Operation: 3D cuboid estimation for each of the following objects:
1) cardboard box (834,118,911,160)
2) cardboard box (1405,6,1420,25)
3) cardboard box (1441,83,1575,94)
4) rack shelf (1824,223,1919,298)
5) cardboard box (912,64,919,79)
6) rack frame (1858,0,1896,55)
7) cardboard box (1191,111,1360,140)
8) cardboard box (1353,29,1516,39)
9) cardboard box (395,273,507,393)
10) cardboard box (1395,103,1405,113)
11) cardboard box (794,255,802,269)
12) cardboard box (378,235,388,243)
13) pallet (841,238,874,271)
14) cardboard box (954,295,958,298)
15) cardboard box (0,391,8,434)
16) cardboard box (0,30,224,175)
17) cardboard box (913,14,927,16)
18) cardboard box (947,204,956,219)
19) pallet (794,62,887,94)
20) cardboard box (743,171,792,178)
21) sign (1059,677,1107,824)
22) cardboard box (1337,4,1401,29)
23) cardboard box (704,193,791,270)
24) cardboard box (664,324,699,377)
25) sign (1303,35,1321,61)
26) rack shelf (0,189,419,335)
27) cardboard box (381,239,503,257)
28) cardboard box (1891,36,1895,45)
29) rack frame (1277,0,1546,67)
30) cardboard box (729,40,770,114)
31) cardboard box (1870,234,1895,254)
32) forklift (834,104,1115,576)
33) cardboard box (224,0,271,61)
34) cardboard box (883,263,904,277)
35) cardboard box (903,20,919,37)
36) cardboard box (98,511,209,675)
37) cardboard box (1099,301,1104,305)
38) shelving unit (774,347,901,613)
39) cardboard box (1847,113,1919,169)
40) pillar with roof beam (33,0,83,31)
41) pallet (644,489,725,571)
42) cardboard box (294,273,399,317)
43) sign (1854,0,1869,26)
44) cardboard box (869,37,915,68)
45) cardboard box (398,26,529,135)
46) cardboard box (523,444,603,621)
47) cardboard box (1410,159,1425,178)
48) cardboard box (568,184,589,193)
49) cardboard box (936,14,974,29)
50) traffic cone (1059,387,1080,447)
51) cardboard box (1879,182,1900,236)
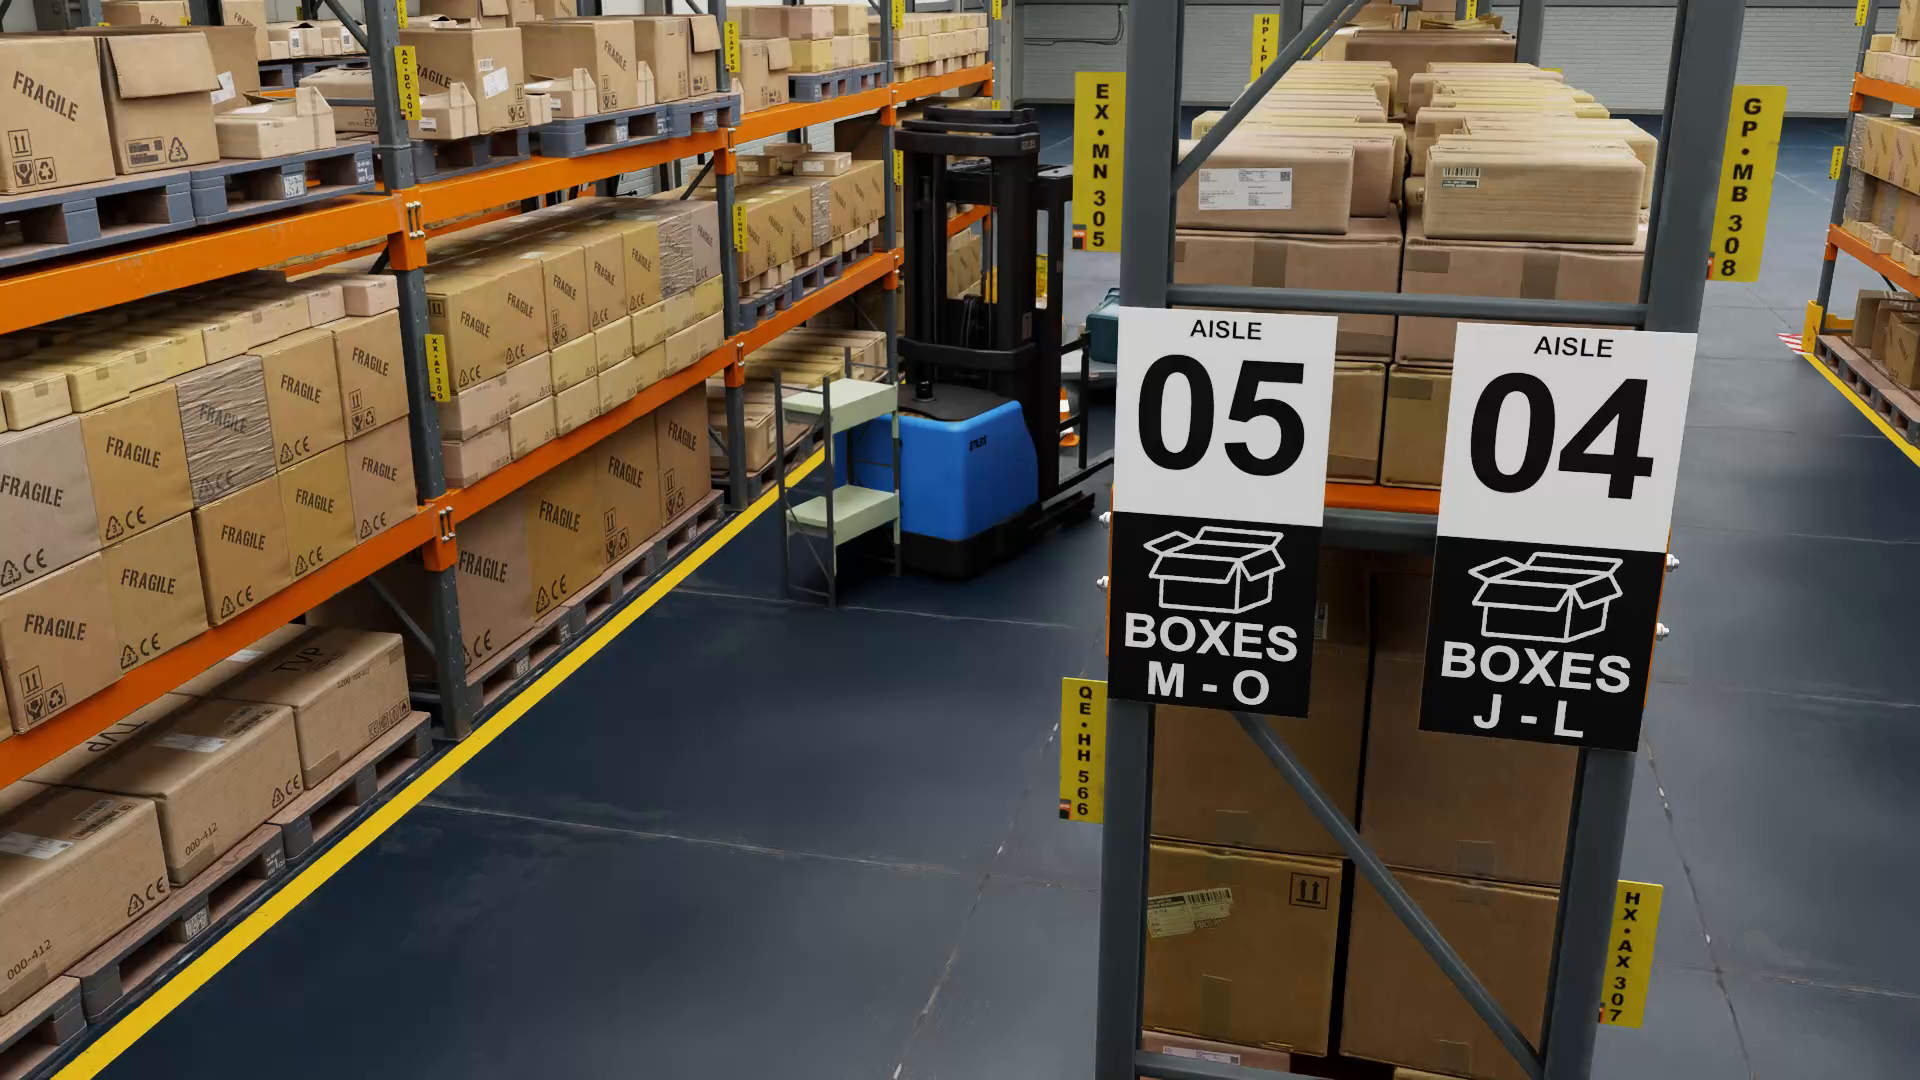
[{"bbox_3d":[-0.782,-3.713,15.755,0.700,0.500,0.500,4,19,13],"label":"cardboard box"},{"bbox_3d":[4.607,-5.071,16.220,0.500,0.250,0.500,5,19,13],"label":"cardboard box"},{"bbox_3d":[1.668,-1.311,5.085,0.380,0.149,0.250,5,19,13],"label":"cardboard box"},{"bbox_3d":[8.999,-2.435,15.288,1.077,0.370,4.000,5,19,13],"label":"rack shelf"},{"bbox_3d":[-0.614,-4.549,16.113,0.380,0.149,0.250,5,20,15],"label":"cardboard box"},{"bbox_3d":[9.487,-6.241,16.037,1.000,3.000,0.127,5,19,13],"label":"rack frame"},{"bbox_3d":[0.766,-0.953,4.038,0.380,0.149,0.250,5,19,14],"label":"cardboard box"},{"bbox_3d":[2.275,-2.205,8.052,0.797,0.503,0.637,4,19,13],"label":"cardboard box"},{"bbox_3d":[-2.668,-1.059,8.446,0.500,0.500,0.500,5,19,14],"label":"cardboard box"},{"bbox_3d":[1.420,-1.517,6.307,0.500,0.250,0.500,5,20,15],"label":"cardboard box"},{"bbox_3d":[-1.502,-2.270,13.432,0.380,0.149,0.250,5,20,16],"label":"cardboard box"},{"bbox_3d":[-5.783,-3.072,16.273,0.500,0.250,0.500,5,20,15],"label":"cardboard box"},{"bbox_3d":[-1.427,-2.612,14.991,1.003,0.211,1.213,5,19,13],"label":"pallet"},{"bbox_3d":[-0.316,-2.481,17.915,0.500,0.250,0.500,4,19,11],"label":"cardboard box"},{"bbox_3d":[-3.447,-0.417,5.563,0.380,0.149,0.250,5,19,14],"label":"cardboard box"},{"bbox_3d":[-3.352,-1.712,6.456,0.797,0.503,0.637,6,20,18],"label":"cardboard box"},{"bbox_3d":[-0.574,-5.613,17.996,0.380,0.149,0.250,5,19,13],"label":"cardboard box"},{"bbox_3d":[-0.251,-3.525,17.756,0.380,0.149,0.250,4,19,13],"label":"cardboard box"},{"bbox_3d":[-1.354,-4.076,14.631,1.213,0.211,1.003,5,19,13],"label":"pallet"},{"bbox_3d":[-1.748,-2.882,14.221,0.500,0.500,0.500,5,19,13],"label":"cardboard box"},{"bbox_3d":[0.260,0.442,3.472,0.100,0.325,0.005,5,19,13],"label":"sign"},{"bbox_3d":[2.901,-3.598,11.980,0.500,0.500,0.500,5,19,13],"label":"cardboard box"},{"bbox_3d":[-1.622,-2.350,12.664,0.500,0.500,0.500,6,20,16],"label":"cardboard box"},{"bbox_3d":[-2.058,-1.266,10.984,0.500,0.250,0.500,5,19,14],"label":"cardboard box"},{"bbox_3d":[2.212,-3.066,10.460,0.100,0.325,0.005,5,19,13],"label":"sign"},{"bbox_3d":[-3.543,-0.875,6.082,1.077,0.370,4.000,5,19,13],"label":"rack shelf"},{"bbox_3d":[-2.926,-1.424,9.514,0.500,0.500,0.500,5,20,15],"label":"cardboard box"},{"bbox_3d":[9.097,-4.708,15.806,0.380,0.149,0.250,4,19,12],"label":"cardboard box"},{"bbox_3d":[1.771,-2.903,6.265,1.000,3.000,0.127,5,19,13],"label":"rack frame"},{"bbox_3d":[-1.836,-3.440,12.323,0.700,0.500,0.500,5,19,13],"label":"cardboard box"},{"bbox_3d":[8.726,-2.750,15.487,0.380,0.149,0.250,5,19,13],"label":"cardboard box"},{"bbox_3d":[0.335,-1.580,11.780,1.130,2.935,3.031,11,22,29],"label":"forklift"},{"bbox_3d":[-6.229,-4.308,14.058,0.500,0.500,0.500,5,20,15],"label":"cardboard box"},{"bbox_3d":[-0.605,-2.688,16.358,0.380,0.149,0.250,5,19,14],"label":"cardboard box"},{"bbox_3d":[-0.598,-4.847,15.753,0.380,0.149,0.250,4,19,12],"label":"cardboard box"},{"bbox_3d":[-3.291,0.178,6.370,0.500,0.500,0.500,5,20,15],"label":"cardboard box"},{"bbox_3d":[1.904,-2.253,17.504,0.797,0.503,0.637,-9,21,-24],"label":"cardboard box"},{"bbox_3d":[-0.758,-0.394,10.517,0.431,1.500,0.755,11,22,30],"label":"shelving unit"},{"bbox_3d":[9.089,-3.912,16.339,0.500,0.500,0.500,5,19,13],"label":"cardboard box"},{"bbox_3d":[-3.272,-5.047,12.541,9.100,9.000,0.400,5,19,13],"label":"pillar with roof beam"},{"bbox_3d":[-2.343,-0.116,11.701,1.003,0.211,1.213,5,19,13],"label":"pallet"},{"bbox_3d":[-2.821,-1.129,7.647,0.380,0.149,0.250,4,19,12],"label":"cardboard box"},{"bbox_3d":[8.961,-5.278,16.506,0.100,0.325,0.005,5,19,13],"label":"sign"},{"bbox_3d":[-0.727,-4.536,15.459,0.500,0.250,0.500,4,19,12],"label":"cardboard box"},{"bbox_3d":[-2.558,-2.342,8.459,0.500,0.500,0.500,4,19,12],"label":"cardboard box"},{"bbox_3d":[-2.767,-0.101,9.980,0.875,0.875,0.875,5,20,15],"label":"cardboard box"},{"bbox_3d":[1.414,-0.834,4.305,0.500,0.250,0.500,5,19,14],"label":"cardboard box"},{"bbox_3d":[-4.802,-4.448,19.914,0.500,0.500,0.500,4,19,12],"label":"cardboard box"},{"bbox_3d":[-0.063,-5.574,17.880,0.380,0.149,0.250,4,19,13],"label":"cardboard box"},{"bbox_3d":[0.854,-1.061,14.078,0.336,0.463,0.334,5,19,13],"label":"traffic cone"},{"bbox_3d":[9.157,-3.100,15.509,0.875,0.500,0.500,5,19,13],"label":"cardboard box"}]
